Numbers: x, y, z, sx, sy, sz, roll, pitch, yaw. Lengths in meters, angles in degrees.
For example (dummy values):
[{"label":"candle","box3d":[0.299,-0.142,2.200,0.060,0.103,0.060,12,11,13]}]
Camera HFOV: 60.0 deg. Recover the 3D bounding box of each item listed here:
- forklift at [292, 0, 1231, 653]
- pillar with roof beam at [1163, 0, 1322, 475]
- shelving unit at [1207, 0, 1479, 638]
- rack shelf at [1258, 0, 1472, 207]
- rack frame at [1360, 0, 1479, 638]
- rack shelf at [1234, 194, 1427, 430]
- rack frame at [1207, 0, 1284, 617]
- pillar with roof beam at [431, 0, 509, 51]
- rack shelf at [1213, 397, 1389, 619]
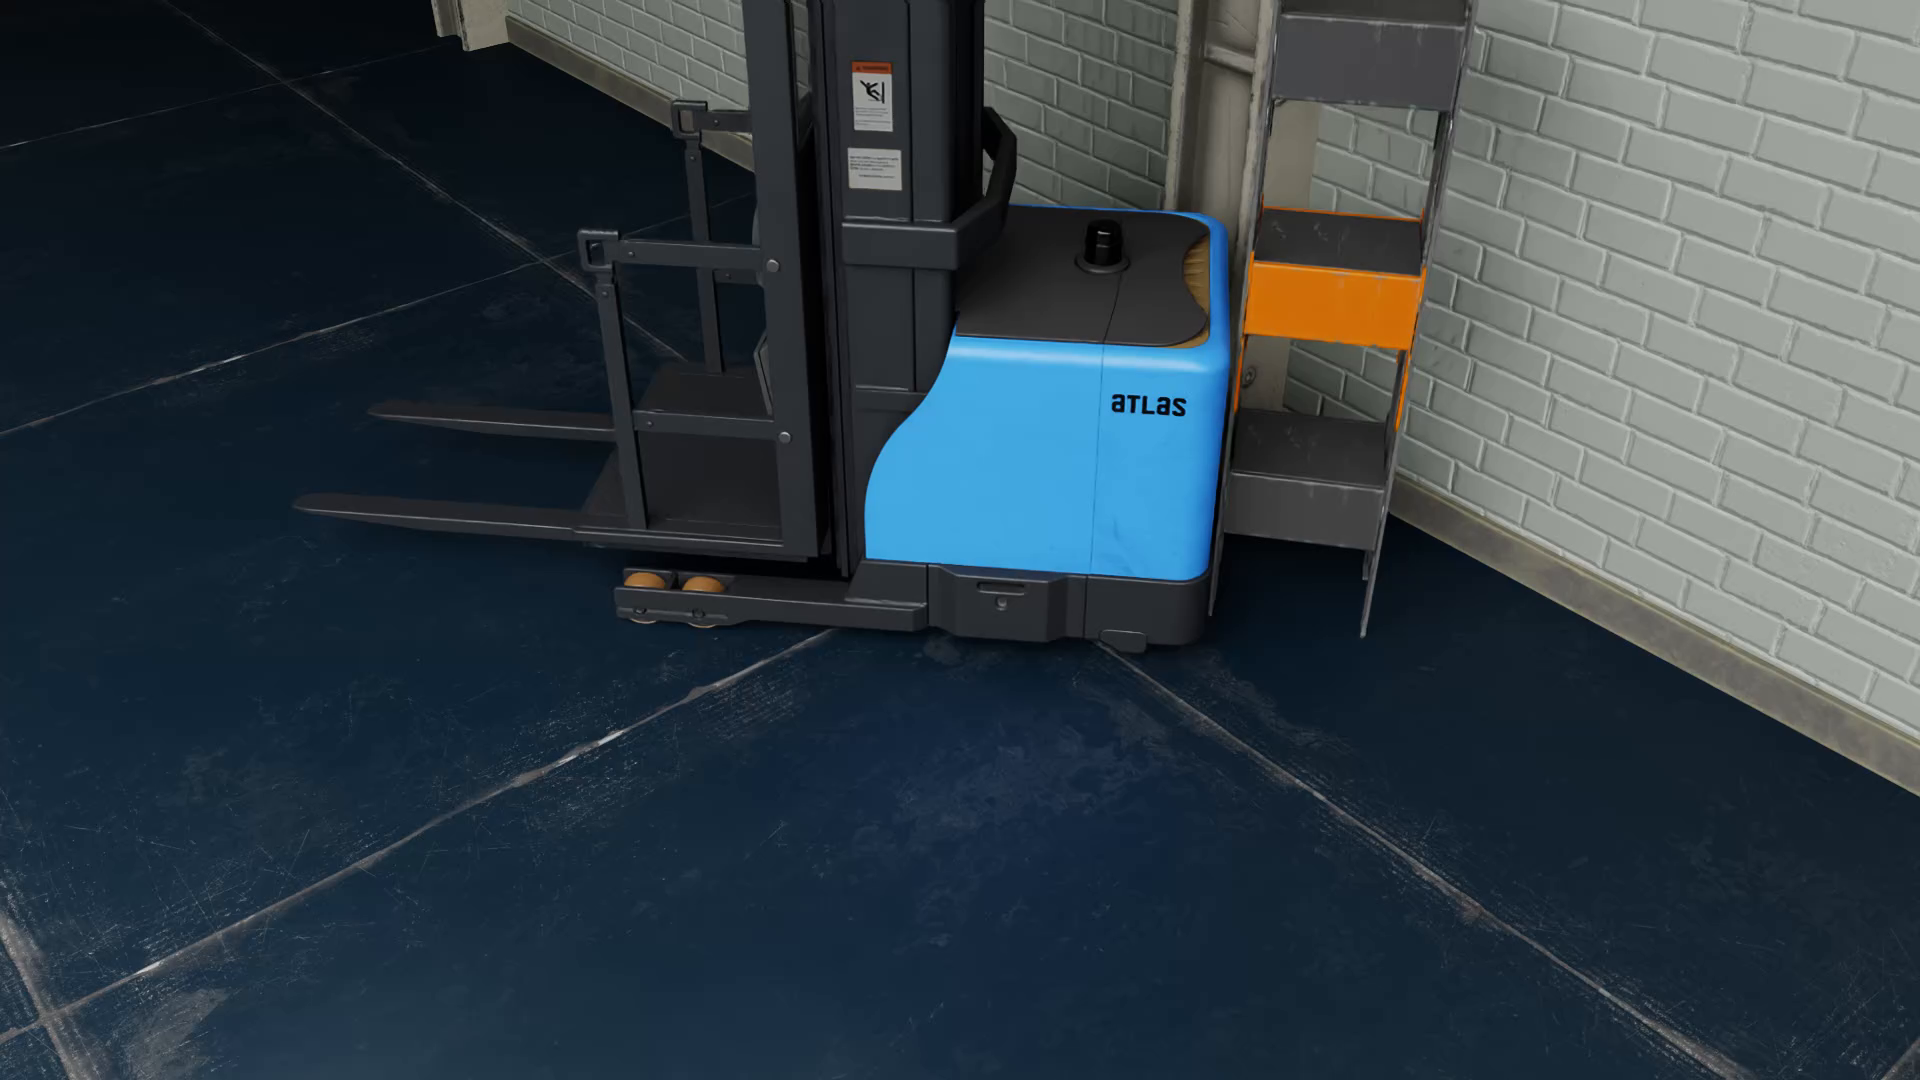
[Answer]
[{"label":"forklift","box3d":[-0.678,-1.210,4.923,3.031,2.935,1.130,4,36,6]},{"label":"pillar with roof beam","box3d":[-2.340,-2.448,1.421,9.100,9.000,0.400,-26,43,-32]},{"label":"shelving unit","box3d":[1.091,-0.690,4.907,0.503,2.100,0.431,7,36,10]},{"label":"rack shelf","box3d":[1.091,-1.250,4.510,0.480,0.518,0.431,7,36,10]},{"label":"rack frame","box3d":[1.329,-0.659,4.864,0.015,2.100,0.400,7,36,10]},{"label":"rack shelf","box3d":[1.091,-0.678,4.915,0.480,0.518,0.431,7,36,10]},{"label":"rack frame","box3d":[0.852,-0.720,4.950,0.015,2.100,0.400,7,36,10]},{"label":"pillar with roof beam","box3d":[-6.212,-5.097,5.161,9.100,9.000,0.400,-26,43,-32]},{"label":"rack shelf","box3d":[1.091,-0.107,5.319,0.480,0.518,0.431,7,36,10]}]
